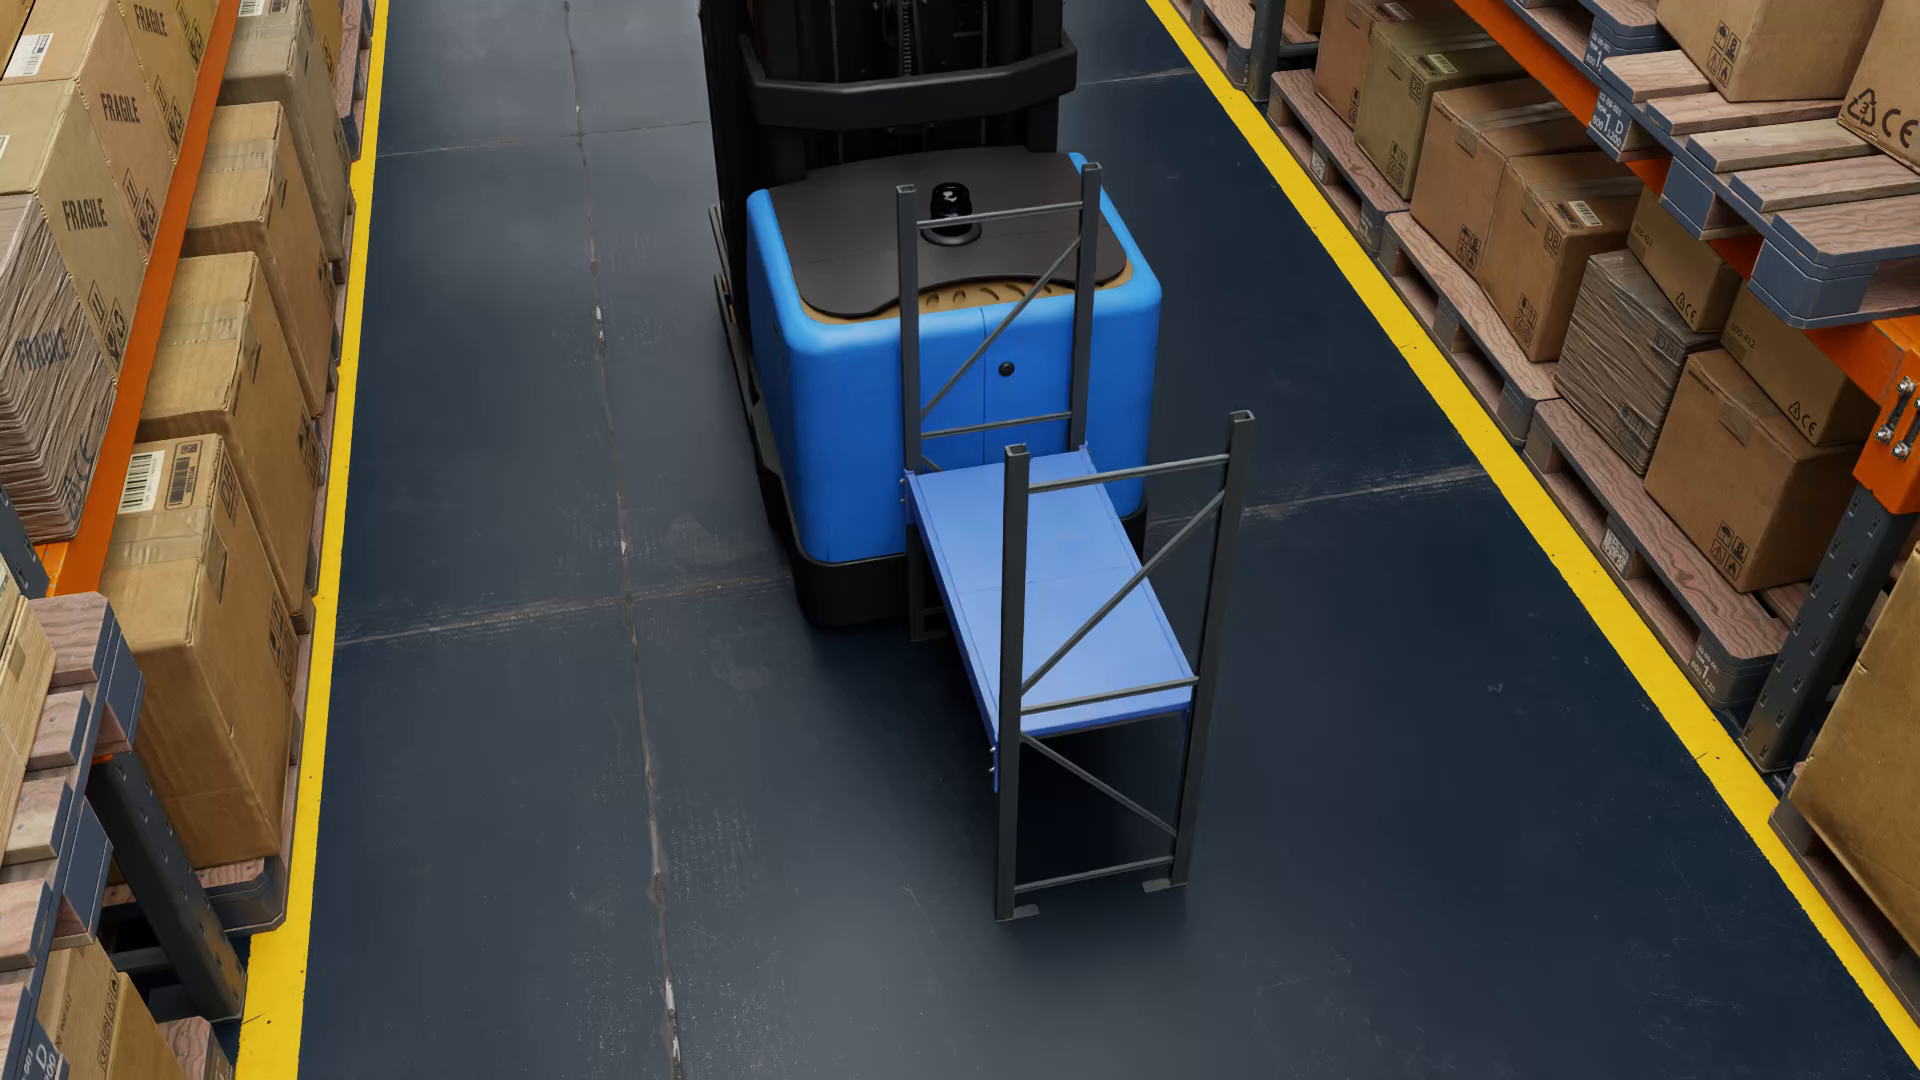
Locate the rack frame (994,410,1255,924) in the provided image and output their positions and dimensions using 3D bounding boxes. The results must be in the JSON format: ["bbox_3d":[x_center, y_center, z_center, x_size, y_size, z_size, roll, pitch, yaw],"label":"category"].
[{"bbox_3d":[0.332,0.352,3.724,0.500,1.500,0.032,-9,42,-10],"label":"rack frame"}]

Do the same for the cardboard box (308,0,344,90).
[{"bbox_3d":[-3.140,-2.319,6.887,0.875,0.875,0.875,-8,42,-9],"label":"cardboard box"}]

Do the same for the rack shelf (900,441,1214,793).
[{"bbox_3d":[0.214,0.158,4.213,0.538,0.185,1.000,-9,42,-10],"label":"rack shelf"}]

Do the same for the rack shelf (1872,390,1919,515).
[{"bbox_3d":[3.087,0.974,2.435,1.077,0.370,4.000,-8,42,-9],"label":"rack shelf"}]

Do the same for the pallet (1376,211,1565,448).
[{"bbox_3d":[2.229,-0.844,6.042,1.003,0.211,1.213,-8,42,-9],"label":"pallet"}]

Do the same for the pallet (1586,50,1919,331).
[{"bbox_3d":[2.398,-0.966,4.223,1.213,0.211,1.003,-8,42,-9],"label":"pallet"}]

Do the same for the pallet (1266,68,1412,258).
[{"bbox_3d":[1.962,-1.637,6.935,1.003,0.211,1.213,-8,42,-9],"label":"pallet"}]

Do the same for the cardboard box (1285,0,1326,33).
[{"bbox_3d":[1.745,-2.671,7.566,0.500,0.500,0.500,-10,42,-11],"label":"cardboard box"}]

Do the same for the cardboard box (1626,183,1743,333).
[{"bbox_3d":[2.357,-0.874,4.961,0.500,0.250,0.500,-4,42,-4],"label":"cardboard box"}]

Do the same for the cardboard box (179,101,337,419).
[{"bbox_3d":[-2.646,-0.839,5.314,1.050,0.750,0.750,-8,42,-9],"label":"cardboard box"}]

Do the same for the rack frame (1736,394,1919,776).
[{"bbox_3d":[2.656,-0.591,3.656,1.000,3.000,0.127,-8,42,-9],"label":"rack frame"}]

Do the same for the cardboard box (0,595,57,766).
[{"bbox_3d":[-1.654,0.245,2.588,0.380,0.149,0.250,-8,42,-9],"label":"cardboard box"}]

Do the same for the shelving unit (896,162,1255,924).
[{"bbox_3d":[0.214,0.024,4.093,0.538,1.500,1.048,-9,42,-10],"label":"shelving unit"}]

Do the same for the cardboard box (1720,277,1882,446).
[{"bbox_3d":[2.482,-0.531,4.576,0.500,0.250,0.500,-7,42,-8],"label":"cardboard box"}]

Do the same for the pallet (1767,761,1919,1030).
[{"bbox_3d":[2.752,0.974,3.994,1.003,0.211,1.213,-8,42,-9],"label":"pallet"}]

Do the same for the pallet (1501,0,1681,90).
[{"bbox_3d":[2.188,-1.797,5.159,1.003,0.211,1.213,-8,42,-9],"label":"pallet"}]

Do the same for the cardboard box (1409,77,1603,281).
[{"bbox_3d":[2.110,-1.338,6.049,0.700,0.500,0.500,-12,43,-13],"label":"cardboard box"}]

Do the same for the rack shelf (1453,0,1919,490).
[{"bbox_3d":[2.224,-1.619,5.356,1.077,0.370,4.000,-8,42,-9],"label":"rack shelf"}]

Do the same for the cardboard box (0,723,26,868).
[{"bbox_3d":[-1.602,0.406,2.406,0.380,0.149,0.250,-8,42,-9],"label":"cardboard box"}]

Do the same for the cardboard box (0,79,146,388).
[{"bbox_3d":[-2.155,-0.642,3.639,0.500,0.500,0.500,-9,42,-10],"label":"cardboard box"}]

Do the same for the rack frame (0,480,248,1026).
[{"bbox_3d":[-2.209,0.054,2.930,1.000,3.000,0.127,-8,42,-9],"label":"rack frame"}]

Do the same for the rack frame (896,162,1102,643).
[{"bbox_3d":[0.095,-0.304,4.463,0.500,1.500,0.032,-9,42,-10],"label":"rack frame"}]

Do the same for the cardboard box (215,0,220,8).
[{"bbox_3d":[-2.590,-1.949,5.110,0.500,0.500,0.500,-9,42,-10],"label":"cardboard box"}]

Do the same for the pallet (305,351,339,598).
[{"bbox_3d":[-2.566,-0.214,5.332,1.003,0.211,1.213,-8,42,-9],"label":"pallet"}]

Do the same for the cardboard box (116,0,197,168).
[{"bbox_3d":[-2.369,-1.292,4.371,0.500,0.500,0.500,-9,42,-10],"label":"cardboard box"}]

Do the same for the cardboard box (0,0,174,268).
[{"bbox_3d":[-2.263,-0.969,4.007,0.500,0.500,0.500,-8,42,-9],"label":"cardboard box"}]

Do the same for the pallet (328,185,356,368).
[{"bbox_3d":[-2.832,-1.007,6.225,1.003,0.211,1.213,-8,42,-9],"label":"pallet"}]

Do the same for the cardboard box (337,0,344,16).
[{"bbox_3d":[-3.338,-2.903,7.545,0.875,0.875,0.875,-8,42,-9],"label":"cardboard box"}]

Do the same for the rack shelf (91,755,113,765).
[{"bbox_3d":[-1.777,1.619,1.708,1.077,0.370,4.000,-8,42,-9],"label":"rack shelf"}]

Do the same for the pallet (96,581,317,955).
[{"bbox_3d":[-2.306,0.575,4.443,1.003,0.211,1.213,-8,42,-9],"label":"pallet"}]

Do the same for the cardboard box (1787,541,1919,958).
[{"bbox_3d":[2.784,0.497,3.715,1.225,0.875,0.875,-10,43,-11],"label":"cardboard box"}]

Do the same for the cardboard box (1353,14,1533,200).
[{"bbox_3d":[1.988,-1.701,6.458,0.700,0.500,0.500,-9,42,-10],"label":"cardboard box"}]

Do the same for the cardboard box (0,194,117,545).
[{"bbox_3d":[-2.042,-0.313,3.268,0.500,0.500,0.500,-8,42,-9],"label":"cardboard box"}]

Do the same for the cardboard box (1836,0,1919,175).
[{"bbox_3d":[2.500,-1.130,3.872,0.500,0.500,0.500,-13,43,-15],"label":"cardboard box"}]

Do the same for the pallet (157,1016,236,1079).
[{"bbox_3d":[-2.042,1.604,3.284,1.003,0.211,1.213,-8,42,-9],"label":"pallet"}]

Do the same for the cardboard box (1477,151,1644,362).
[{"bbox_3d":[2.230,-0.977,5.642,0.700,0.500,0.500,-5,42,-6],"label":"cardboard box"}]

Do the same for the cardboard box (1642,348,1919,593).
[{"bbox_3d":[2.492,-0.252,4.826,0.700,0.500,0.500,-10,43,-12],"label":"cardboard box"}]

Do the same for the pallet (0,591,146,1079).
[{"bbox_3d":[-1.951,0.572,2.490,1.213,0.211,1.003,-8,42,-9],"label":"pallet"}]

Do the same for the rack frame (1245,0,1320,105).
[{"bbox_3d":[1.792,-3.184,6.577,1.000,3.000,0.127,-8,42,-9],"label":"rack frame"}]

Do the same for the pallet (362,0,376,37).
[{"bbox_3d":[-3.427,-2.792,8.237,1.003,0.211,1.213,-8,42,-9],"label":"pallet"}]

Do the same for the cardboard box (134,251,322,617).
[{"bbox_3d":[-2.445,-0.235,4.634,1.050,0.750,0.750,-8,42,-9],"label":"cardboard box"}]

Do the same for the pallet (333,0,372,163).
[{"bbox_3d":[-3.160,-2.000,7.344,1.003,0.211,1.213,-8,42,-9],"label":"pallet"}]

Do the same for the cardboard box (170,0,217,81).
[{"bbox_3d":[-2.481,-1.621,4.741,0.500,0.500,0.500,-8,42,-9],"label":"cardboard box"}]

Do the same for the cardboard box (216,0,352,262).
[{"bbox_3d":[-2.851,-1.465,6.019,1.050,0.750,0.750,-9,42,-10],"label":"cardboard box"}]

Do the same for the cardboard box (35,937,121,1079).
[{"bbox_3d":[-1.806,0.957,2.914,0.500,0.250,0.500,-9,42,-10],"label":"cardboard box"}]

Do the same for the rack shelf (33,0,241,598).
[{"bbox_3d":[-2.641,-0.973,4.629,1.077,0.370,4.000,-8,42,-9],"label":"rack shelf"}]

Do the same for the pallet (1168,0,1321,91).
[{"bbox_3d":[1.613,-2.571,7.988,1.003,0.211,1.213,-8,42,-9],"label":"pallet"}]

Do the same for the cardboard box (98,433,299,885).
[{"bbox_3d":[-2.253,0.331,3.996,1.050,0.750,0.750,-9,42,-10],"label":"cardboard box"}]

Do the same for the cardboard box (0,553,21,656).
[{"bbox_3d":[-1.658,0.135,2.488,0.380,0.149,0.250,-8,42,-8],"label":"cardboard box"}]

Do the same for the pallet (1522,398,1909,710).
[{"bbox_3d":[2.489,-0.055,5.153,1.003,0.211,1.213,-8,42,-9],"label":"pallet"}]

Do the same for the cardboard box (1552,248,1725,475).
[{"bbox_3d":[2.359,-0.610,5.229,0.700,0.500,0.500,-12,43,-13],"label":"cardboard box"}]

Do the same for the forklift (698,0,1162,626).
[{"bbox_3d":[-0.285,-1.834,5.108,1.130,2.935,3.031,-9,42,-10],"label":"forklift"}]

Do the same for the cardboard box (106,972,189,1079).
[{"bbox_3d":[-1.812,1.221,3.182,0.500,0.500,0.500,-9,42,-9],"label":"cardboard box"}]

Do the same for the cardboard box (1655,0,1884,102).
[{"bbox_3d":[2.282,-1.477,4.263,0.700,0.500,0.500,-3,42,-3],"label":"cardboard box"}]

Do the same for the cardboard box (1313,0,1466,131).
[{"bbox_3d":[1.904,-2.013,6.809,0.700,0.500,0.500,-11,43,-13],"label":"cardboard box"}]

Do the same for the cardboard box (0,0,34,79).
[{"bbox_3d":[-2.520,-1.310,3.637,0.700,0.500,0.500,-9,42,-10],"label":"cardboard box"}]
